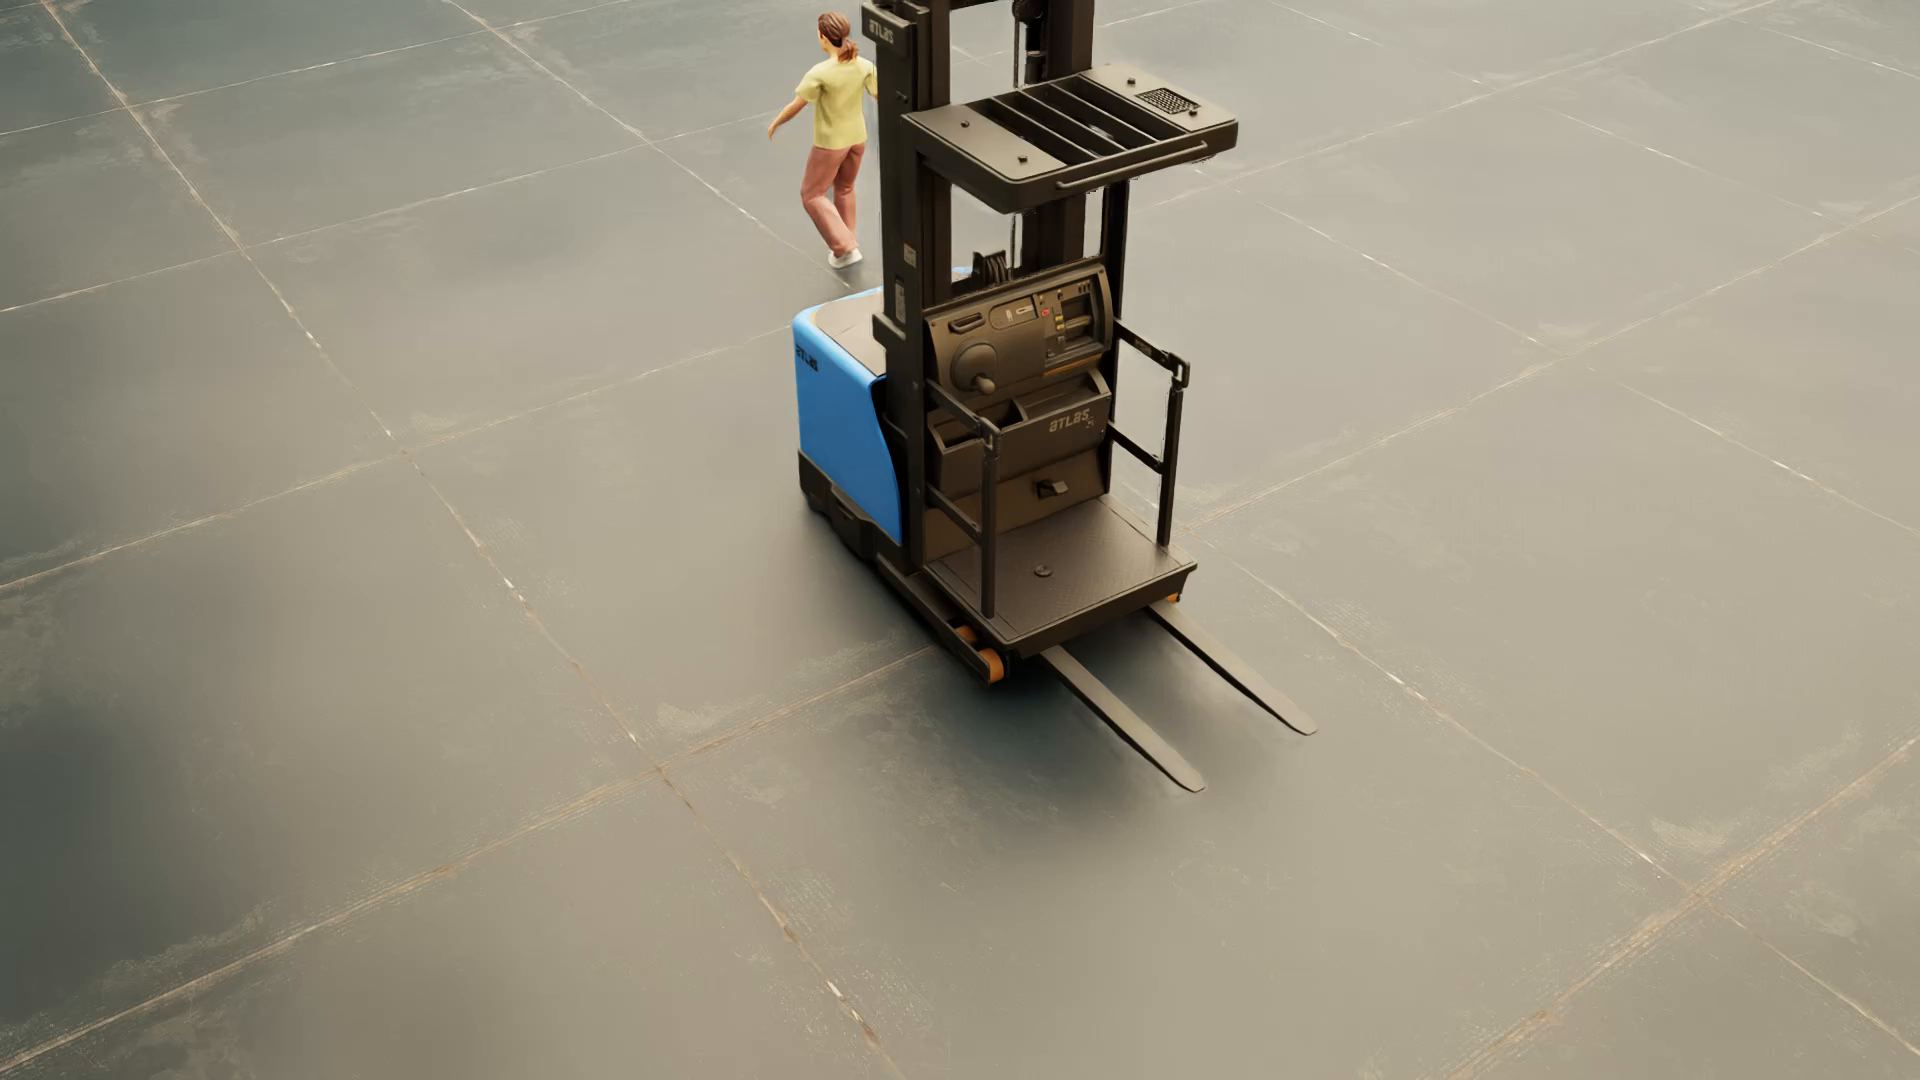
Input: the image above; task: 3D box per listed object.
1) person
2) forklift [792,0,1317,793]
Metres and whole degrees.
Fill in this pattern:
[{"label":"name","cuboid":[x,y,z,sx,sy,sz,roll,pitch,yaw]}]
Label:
[{"label":"person","cuboid":[-0.737,-2.460,10.347,0.737,1.660,0.603,-25,43,-30]},{"label":"forklift","cuboid":[0.390,-0.848,7.091,1.130,2.935,3.031,-21,41,-26]}]
